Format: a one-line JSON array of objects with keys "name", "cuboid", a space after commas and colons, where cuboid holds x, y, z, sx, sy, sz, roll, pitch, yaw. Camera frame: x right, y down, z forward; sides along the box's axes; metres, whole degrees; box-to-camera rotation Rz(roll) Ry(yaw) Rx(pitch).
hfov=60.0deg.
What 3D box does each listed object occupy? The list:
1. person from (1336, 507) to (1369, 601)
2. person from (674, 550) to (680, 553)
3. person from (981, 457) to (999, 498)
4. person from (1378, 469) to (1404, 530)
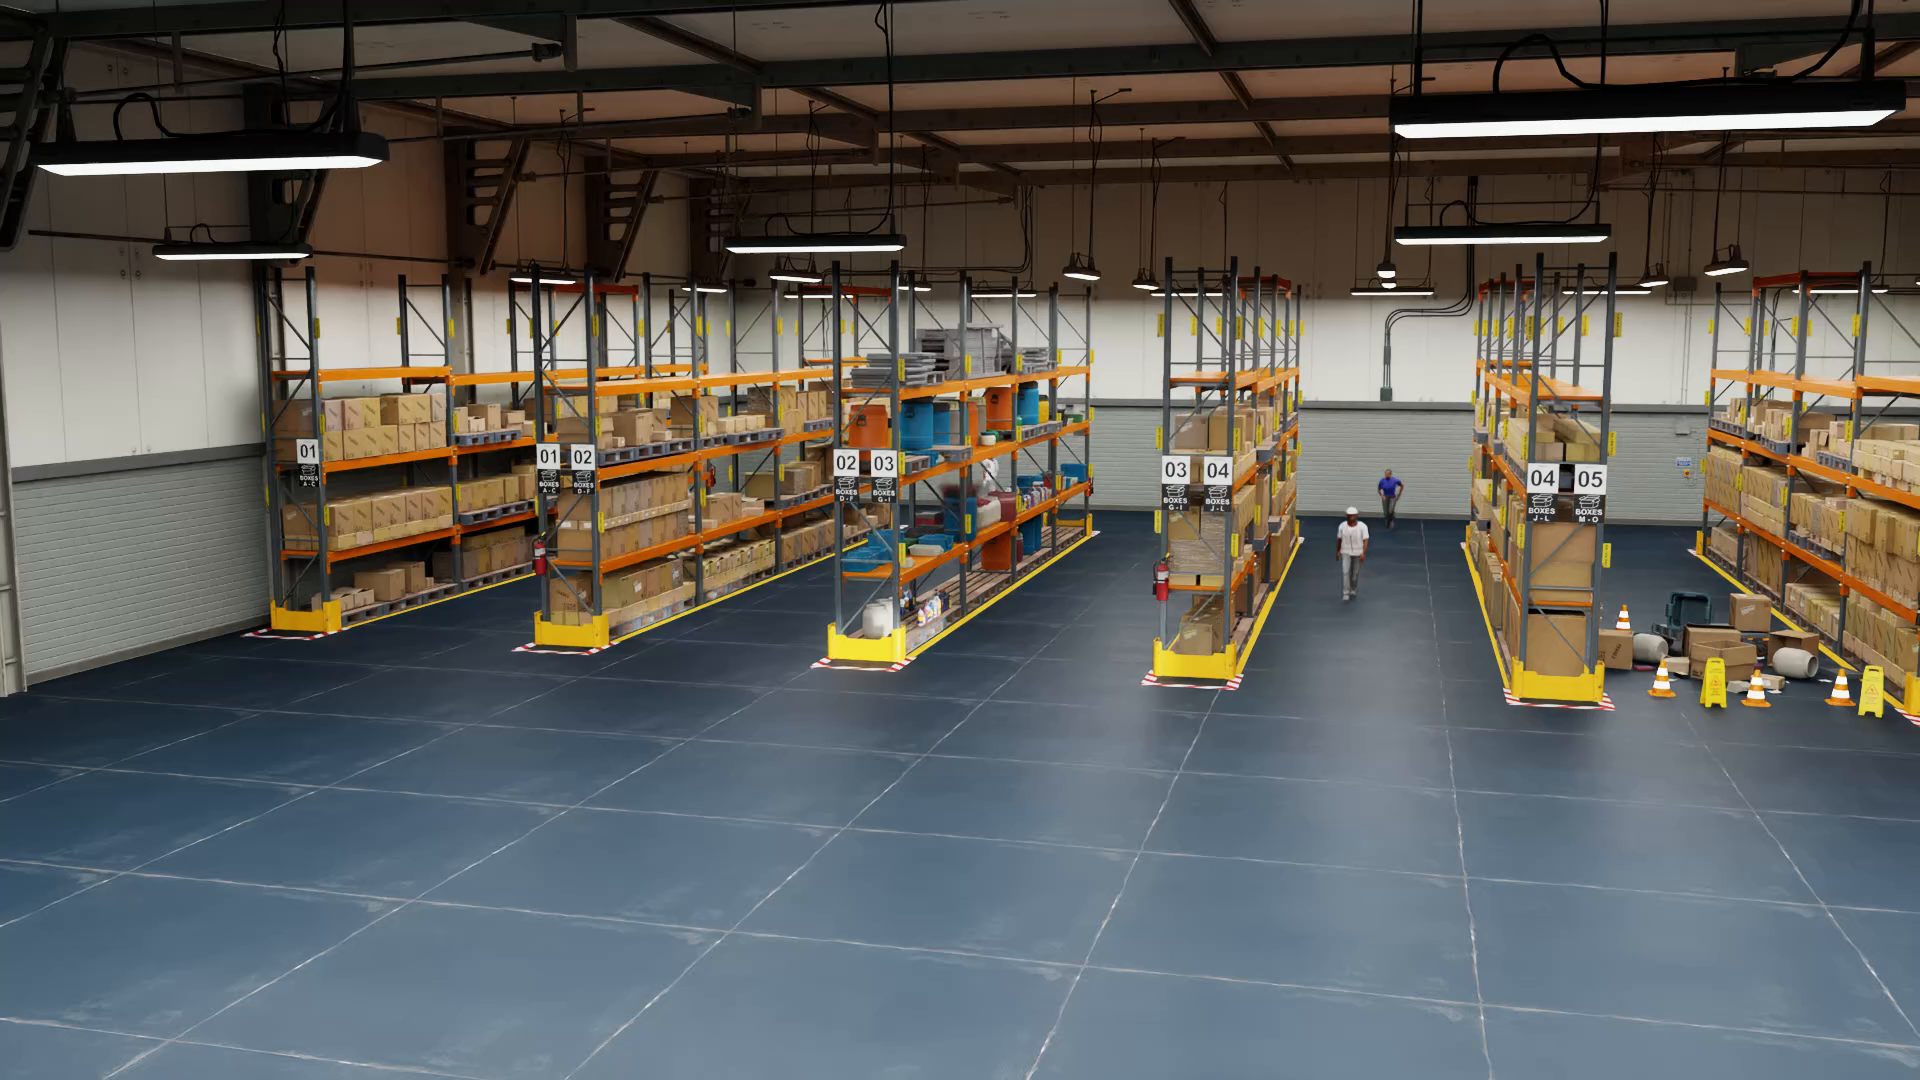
[{"name": "person", "cuboid": [7.257, 0.240, 30.657, 0.540, 1.695, 1.067, 1, 7, 5]}, {"name": "person", "cuboid": [-6.325, -0.566, 37.425, 0.435, 1.614, 1.045, 2, 7, 14]}, {"name": "person", "cuboid": [0.781, -1.621, 45.216, 0.769, 1.769, 0.515, 2, 8, 15]}, {"name": "person", "cuboid": [10.686, -1.002, 41.268, 0.614, 1.564, 0.729, 3, 8, 24]}]
